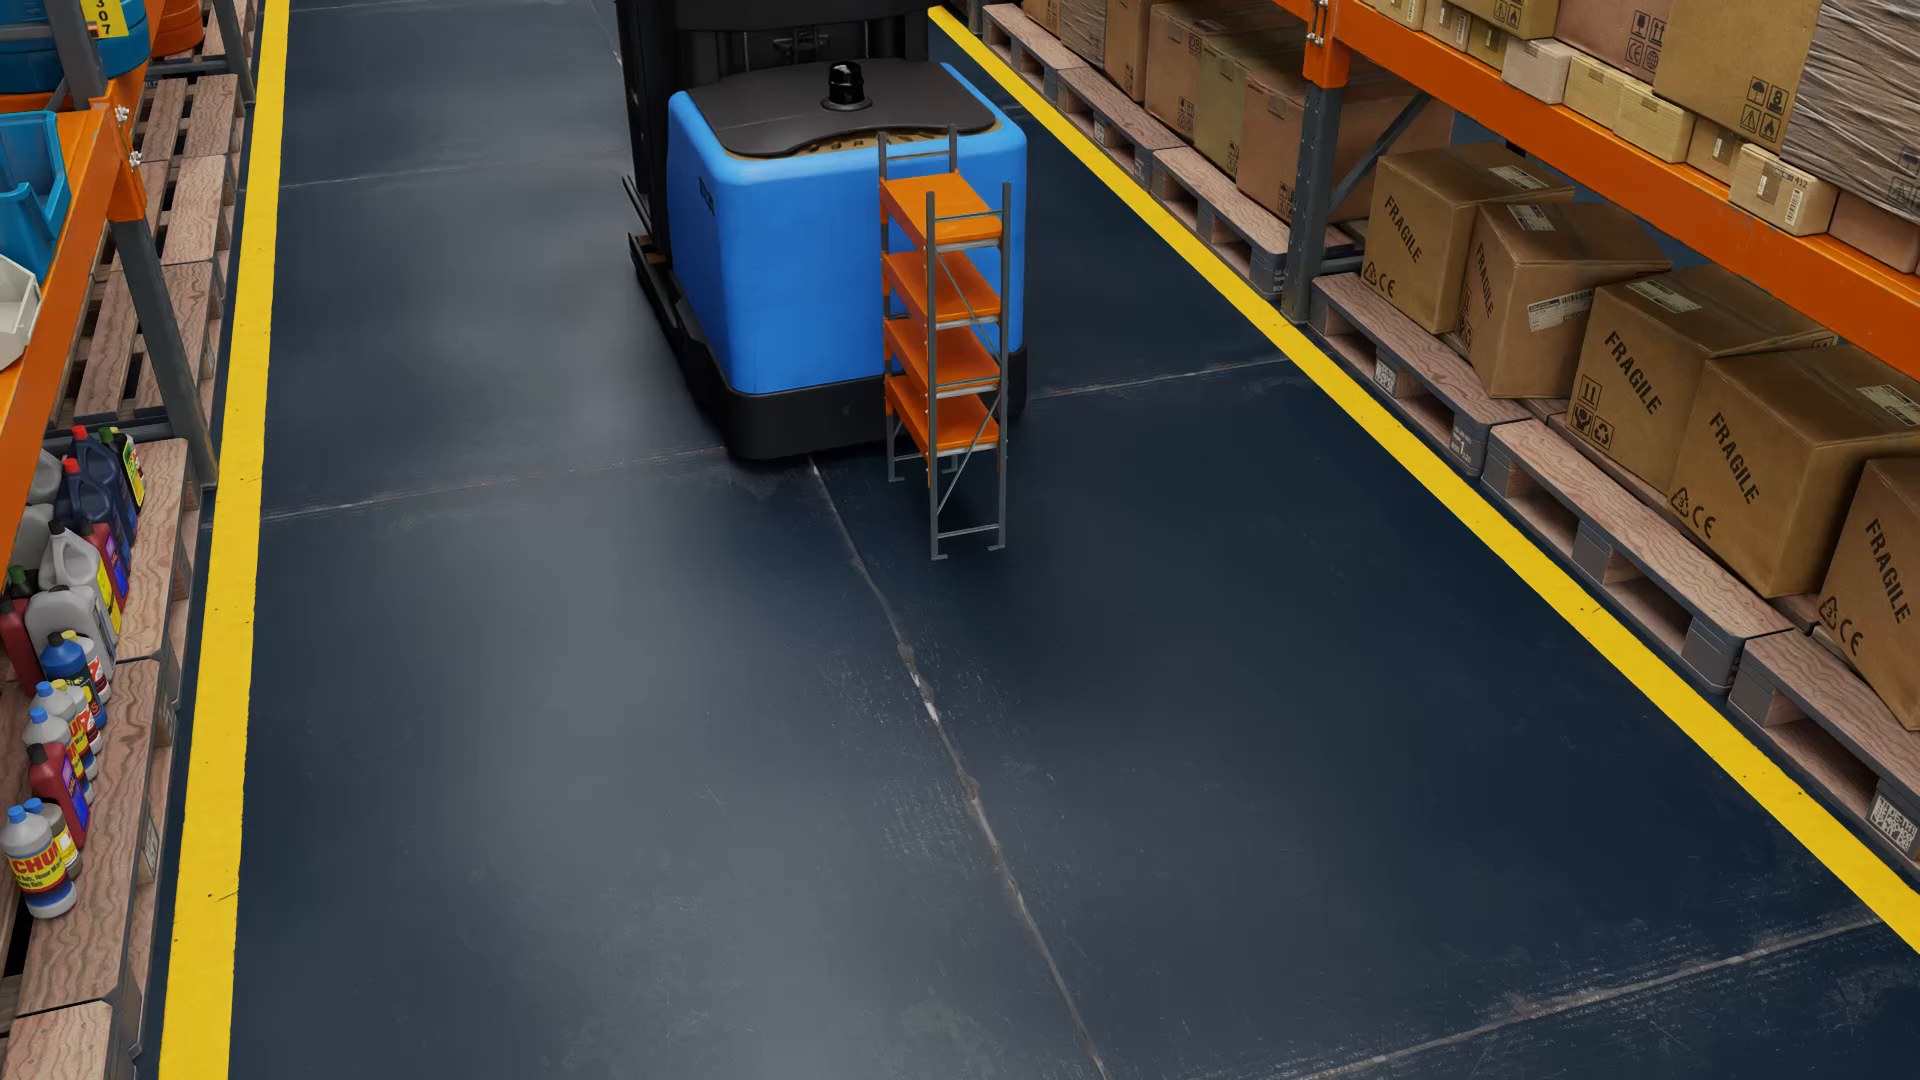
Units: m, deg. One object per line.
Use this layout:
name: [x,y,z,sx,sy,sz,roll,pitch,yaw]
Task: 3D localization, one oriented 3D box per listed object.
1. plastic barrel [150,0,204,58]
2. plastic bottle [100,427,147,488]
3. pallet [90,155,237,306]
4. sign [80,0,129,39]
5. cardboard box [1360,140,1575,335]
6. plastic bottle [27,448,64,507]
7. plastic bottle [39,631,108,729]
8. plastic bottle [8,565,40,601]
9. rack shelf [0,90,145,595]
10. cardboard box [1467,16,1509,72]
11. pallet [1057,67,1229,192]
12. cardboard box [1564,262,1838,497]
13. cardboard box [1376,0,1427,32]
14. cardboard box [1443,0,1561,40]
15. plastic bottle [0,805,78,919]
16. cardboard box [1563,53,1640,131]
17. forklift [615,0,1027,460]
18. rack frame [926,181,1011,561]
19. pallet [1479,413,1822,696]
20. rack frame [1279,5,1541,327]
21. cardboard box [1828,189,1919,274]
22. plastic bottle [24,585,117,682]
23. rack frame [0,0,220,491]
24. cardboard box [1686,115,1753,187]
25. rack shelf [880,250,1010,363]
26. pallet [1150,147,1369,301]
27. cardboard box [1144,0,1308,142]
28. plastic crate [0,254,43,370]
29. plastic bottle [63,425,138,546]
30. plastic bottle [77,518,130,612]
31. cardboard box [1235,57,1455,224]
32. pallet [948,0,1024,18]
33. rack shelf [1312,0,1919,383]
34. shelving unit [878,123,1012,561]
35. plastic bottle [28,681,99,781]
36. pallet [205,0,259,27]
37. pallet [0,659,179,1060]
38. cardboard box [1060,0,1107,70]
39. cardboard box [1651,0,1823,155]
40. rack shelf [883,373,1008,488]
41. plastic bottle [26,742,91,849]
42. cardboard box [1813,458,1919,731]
plastic barrel: [-4.338,-2.993,8.646,0.600,0.830,0.708,-10,35,-15]
plastic bottle: [-2.545,-0.247,5.042,0.097,0.201,0.097,0,33,0]
pallet: [-3.605,-1.253,6.955,1.003,0.211,1.213,-10,35,-15]
sign: [-2.425,-1.571,4.656,0.100,0.325,0.005,-10,35,-15]
cardboard box: [1.848,-1.117,6.107,0.500,0.500,0.500,-11,35,-16]
plastic bottle: [-2.619,-0.133,4.735,0.144,0.351,0.185,-10,35,-15]
plastic bottle: [-2.185,0.343,4.086,0.097,0.271,0.097,0,33,0]
plastic bottle: [-2.414,0.172,4.334,0.061,0.283,0.133,-10,35,-15]
rack shelf: [-2.342,-0.019,3.210,1.077,0.370,4.000,-10,35,-15]
cardboard box: [1.795,-1.544,5.093,0.380,0.149,0.250,-10,35,-15]
pallet: [1.150,-2.089,8.219,1.003,0.211,1.213,-10,35,-15]
cardboard box: [2.295,-0.505,5.180,0.500,0.500,0.500,-13,36,-19]
cardboard box: [1.607,-1.800,5.481,0.380,0.149,0.250,-10,35,-15]
cardboard box: [1.962,-1.852,4.972,0.875,0.500,0.500,-10,35,-15]
plastic bottle: [-1.989,0.682,3.573,0.097,0.271,0.097,0,33,0]
cardboard box: [1.948,-1.281,4.696,0.380,0.149,0.250,-10,35,-15]
forklift: [-0.736,-2.295,6.065,1.130,2.935,3.031,-11,35,-16]
rack frame: [0.024,-0.459,4.857,0.240,1.200,0.015,-10,35,-15]
pallet: [2.379,-0.050,5.134,1.003,0.211,1.213,-10,35,-15]
rack frame: [1.764,-2.202,5.861,1.000,3.000,0.127,-10,35,-15]
cardboard box: [2.304,-0.765,3.915,0.380,0.149,0.250,-10,35,-15]
plastic bottle: [-2.279,0.230,4.253,0.152,0.276,0.135,-9,35,-14]
rack frame: [-2.952,-1.369,4.601,1.000,3.000,0.127,-10,35,-15]
cardboard box: [2.133,-1.025,4.308,0.380,0.149,0.250,-10,35,-15]
rack shelf: [-0.050,-0.718,4.965,0.258,0.148,0.480,-10,35,-15]
pallet: [1.526,-1.447,7.248,1.003,0.211,1.213,-10,35,-15]
cardboard box: [1.299,-2.216,7.751,0.700,0.500,0.500,-13,36,-19]
plastic crate: [-2.216,-0.449,3.448,0.530,0.136,0.437,-10,35,-15]
plastic bottle: [-2.481,-0.158,4.771,0.144,0.351,0.185,-11,35,-16]
plastic bottle: [-2.334,0.050,4.519,0.061,0.283,0.133,-8,34,-12]
cardboard box: [1.598,-1.668,6.922,0.700,0.500,0.500,-13,36,-18]
pallet: [0.376,-3.565,10.454,1.003,0.211,1.213,-10,35,-15]
rack shelf: [2.375,-0.852,4.470,1.077,0.370,4.000,-10,35,-15]
shelving unit: [-0.050,-0.587,5.051,0.258,1.200,0.503,-10,35,-15]
plastic bottle: [-2.124,0.449,3.925,0.097,0.271,0.097,0,33,0]
pallet: [-4.821,-3.352,10.131,1.003,0.211,1.213,-10,35,-15]
pallet: [-2.411,0.796,3.854,1.003,0.211,1.213,-10,35,-15]
cardboard box: [0.949,-2.805,8.642,0.700,0.500,0.500,-13,36,-19]
cardboard box: [2.323,-1.337,4.193,0.875,0.500,0.500,-10,35,-15]
rack shelf: [-0.050,-0.366,5.197,0.258,0.148,0.480,-10,35,-15]
plastic bottle: [-2.040,0.555,3.754,0.061,0.283,0.133,-9,35,-14]
cardboard box: [2.595,0.127,4.223,0.500,0.500,0.500,-1,33,-2]
